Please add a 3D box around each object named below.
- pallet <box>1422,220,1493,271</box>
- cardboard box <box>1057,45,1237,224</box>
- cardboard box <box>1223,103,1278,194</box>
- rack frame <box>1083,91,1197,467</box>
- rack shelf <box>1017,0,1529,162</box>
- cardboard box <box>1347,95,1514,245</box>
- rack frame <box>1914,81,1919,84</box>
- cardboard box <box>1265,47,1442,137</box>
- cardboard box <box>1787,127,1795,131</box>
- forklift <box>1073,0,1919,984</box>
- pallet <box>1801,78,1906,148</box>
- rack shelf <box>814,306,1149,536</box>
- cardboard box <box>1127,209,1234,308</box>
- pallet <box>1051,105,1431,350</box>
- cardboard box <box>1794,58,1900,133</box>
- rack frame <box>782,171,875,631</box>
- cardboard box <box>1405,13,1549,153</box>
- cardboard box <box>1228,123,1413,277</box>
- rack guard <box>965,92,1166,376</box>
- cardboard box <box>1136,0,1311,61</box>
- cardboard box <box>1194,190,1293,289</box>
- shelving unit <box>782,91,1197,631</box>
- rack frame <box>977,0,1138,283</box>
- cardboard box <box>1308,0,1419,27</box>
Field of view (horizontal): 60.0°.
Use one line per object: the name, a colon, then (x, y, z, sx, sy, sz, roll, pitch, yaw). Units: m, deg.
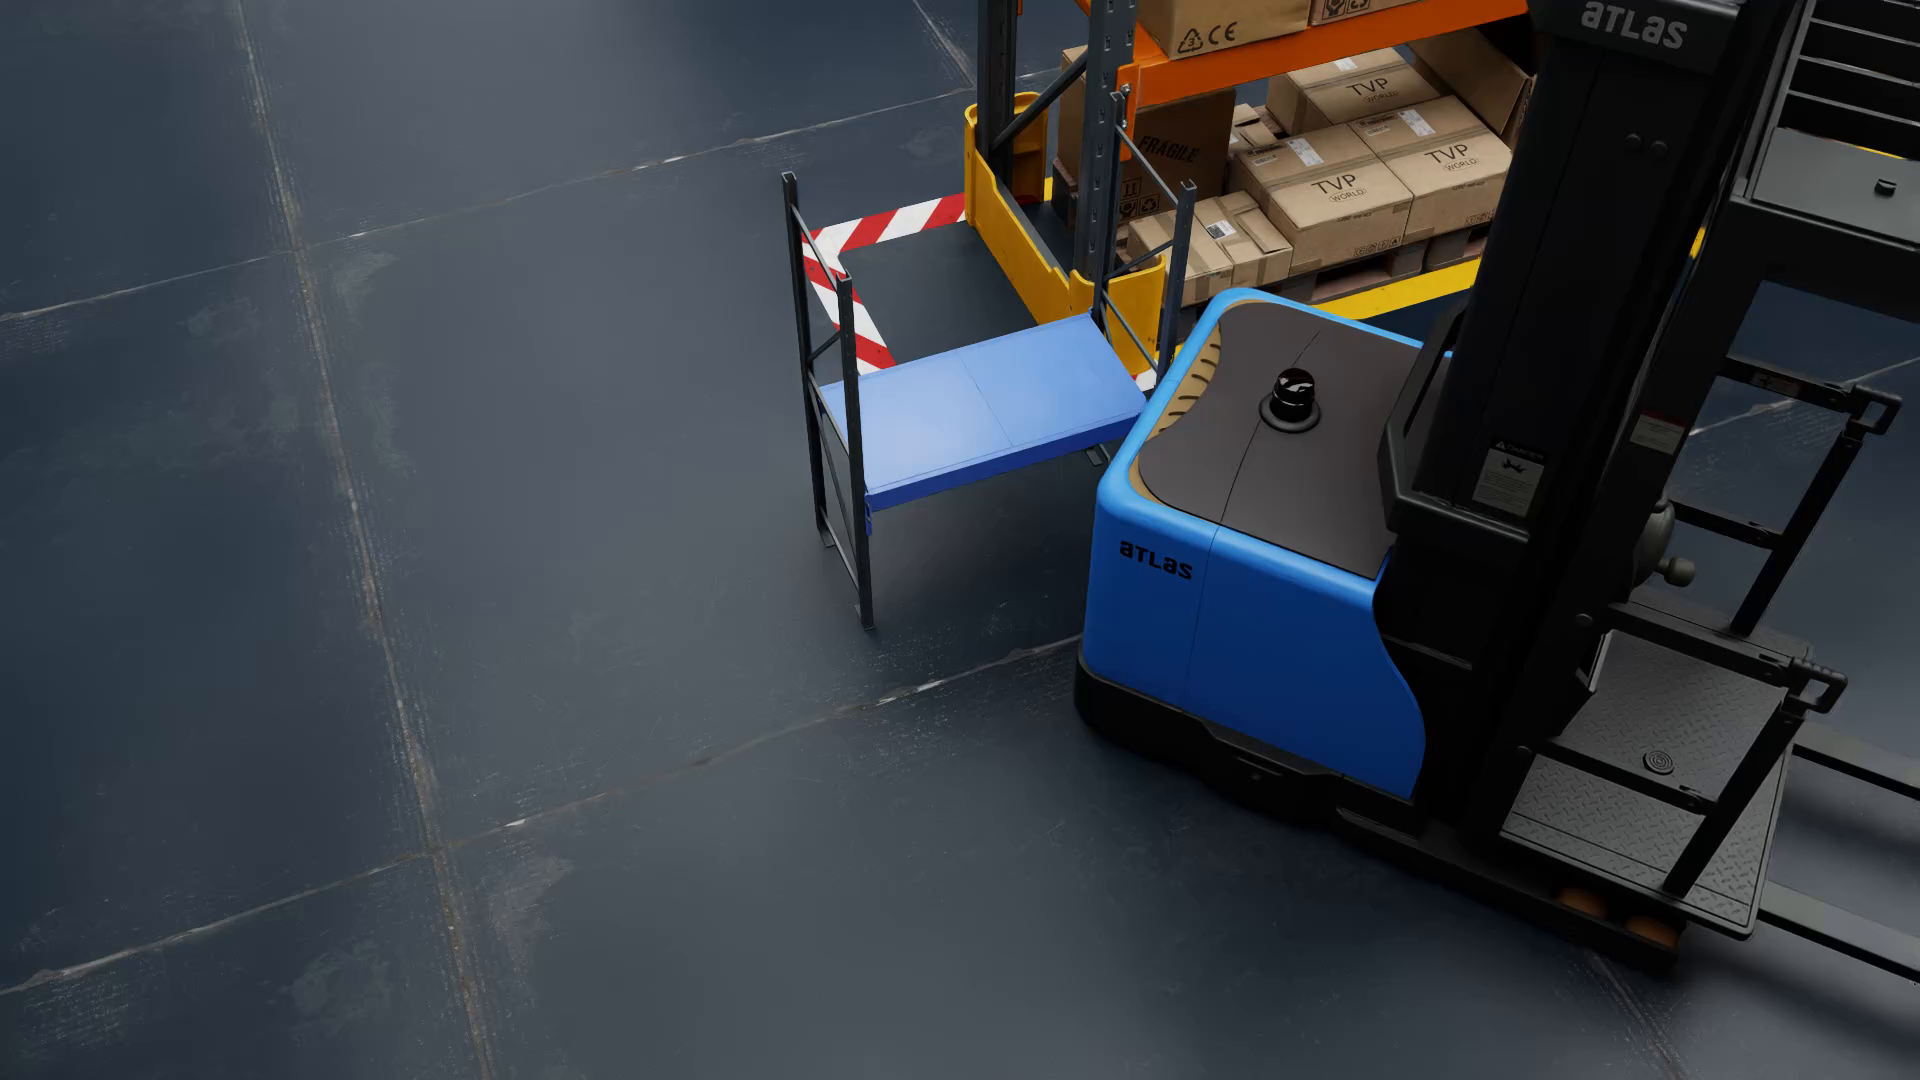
pallet: (2.245, -1.662, 7.038, 1.213, 0.211, 1.003, -17, 52, -14)
cardboard box: (0.719, -1.630, 6.530, 0.500, 0.500, 0.500, -17, 52, -14)
cardboard box: (1.128, -1.574, 6.702, 0.250, 0.166, 0.380, -17, 52, -14)
rack frame: (0.550, -0.659, 5.327, 0.032, 1.500, 0.500, -17, 52, -14)
rack shelf: (2.160, -2.311, 6.232, 4.000, 0.370, 1.077, -17, 52, -14)
cardboard box: (1.845, -1.463, 6.552, 0.500, 0.250, 0.500, -17, 52, -14)
rack frame: (4.012, -3.119, 6.452, 0.127, 3.000, 1.000, -17, 52, -14)
cardboard box: (1.610, -1.800, 6.841, 0.500, 0.250, 0.500, -17, 52, -14)
cardboard box: (3.267, -1.822, 6.926, 0.250, 0.149, 0.380, -17, 52, -14)
forklift: (1.907, -0.206, 3.995, 3.031, 2.935, 1.130, 21, 53, 17)
pallet: (3.376, -2.014, 7.341, 1.213, 0.211, 1.003, -17, 52, -14)
rack shelf: (0.079, -0.396, 5.338, 1.000, 0.185, 0.538, -17, 52, -14)
cardboard box: (0.827, -1.065, 6.277, 0.250, 0.149, 0.380, -17, 52, -14)
pallet: (1.117, -1.315, 6.740, 1.213, 0.211, 1.003, -17, 52, -14)
cardboard box: (3.592, -2.086, 6.922, 0.500, 0.500, 0.500, -17, 52, -14)
rack frame: (-0.392, -0.367, 5.077, 0.032, 1.500, 0.500, -17, 52, -14)
cardboard box: (2.275, -1.907, 6.766, 0.637, 0.503, 0.797, -17, 52, -14)
cardboard box: (1.382, -1.320, 6.429, 0.500, 0.250, 0.500, -17, 52, -14)
rack guard: (0.379, -1.179, 6.433, 0.348, 0.500, 1.175, -17, 52, -14)
cardboard box: (0.819, -1.947, 5.379, 0.500, 0.500, 0.500, -16, 51, -13)
cardboard box: (1.058, -1.143, 6.332, 0.250, 0.166, 0.380, -17, 52, -14)
shelving unit: (0.079, -0.513, 5.202, 1.048, 1.500, 0.538, -17, 52, -14)
rack frame: (0.309, -1.972, 5.466, 0.127, 3.000, 1.000, -17, 52, -14)
cardboard box: (1.295, -2.098, 5.509, 0.500, 0.500, 0.500, -18, 52, -15)
